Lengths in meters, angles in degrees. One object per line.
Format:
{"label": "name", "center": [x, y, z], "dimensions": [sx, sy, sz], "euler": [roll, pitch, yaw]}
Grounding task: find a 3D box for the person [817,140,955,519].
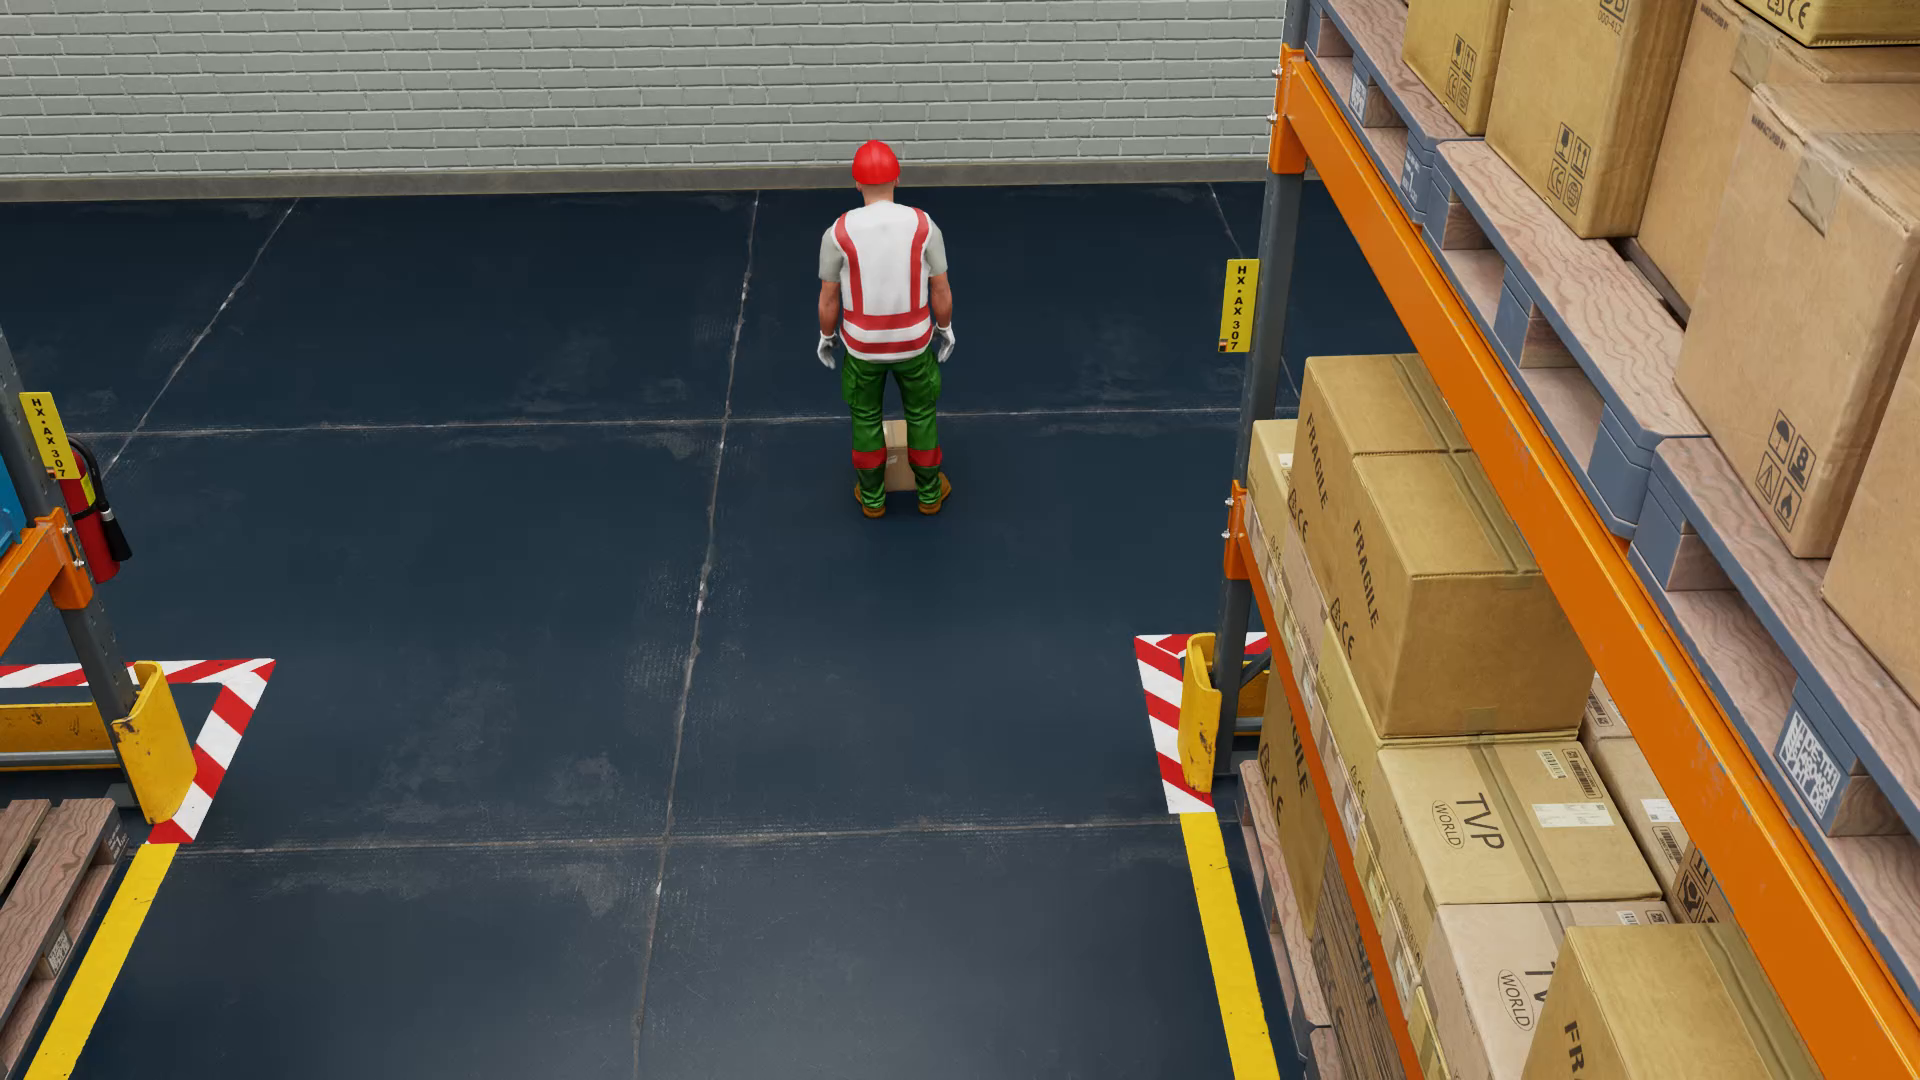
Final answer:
{"label": "person", "center": [-0.329, -0.905, 7.426], "dimensions": [0.621, 1.781, 0.445], "euler": [-3, 35, -5]}
